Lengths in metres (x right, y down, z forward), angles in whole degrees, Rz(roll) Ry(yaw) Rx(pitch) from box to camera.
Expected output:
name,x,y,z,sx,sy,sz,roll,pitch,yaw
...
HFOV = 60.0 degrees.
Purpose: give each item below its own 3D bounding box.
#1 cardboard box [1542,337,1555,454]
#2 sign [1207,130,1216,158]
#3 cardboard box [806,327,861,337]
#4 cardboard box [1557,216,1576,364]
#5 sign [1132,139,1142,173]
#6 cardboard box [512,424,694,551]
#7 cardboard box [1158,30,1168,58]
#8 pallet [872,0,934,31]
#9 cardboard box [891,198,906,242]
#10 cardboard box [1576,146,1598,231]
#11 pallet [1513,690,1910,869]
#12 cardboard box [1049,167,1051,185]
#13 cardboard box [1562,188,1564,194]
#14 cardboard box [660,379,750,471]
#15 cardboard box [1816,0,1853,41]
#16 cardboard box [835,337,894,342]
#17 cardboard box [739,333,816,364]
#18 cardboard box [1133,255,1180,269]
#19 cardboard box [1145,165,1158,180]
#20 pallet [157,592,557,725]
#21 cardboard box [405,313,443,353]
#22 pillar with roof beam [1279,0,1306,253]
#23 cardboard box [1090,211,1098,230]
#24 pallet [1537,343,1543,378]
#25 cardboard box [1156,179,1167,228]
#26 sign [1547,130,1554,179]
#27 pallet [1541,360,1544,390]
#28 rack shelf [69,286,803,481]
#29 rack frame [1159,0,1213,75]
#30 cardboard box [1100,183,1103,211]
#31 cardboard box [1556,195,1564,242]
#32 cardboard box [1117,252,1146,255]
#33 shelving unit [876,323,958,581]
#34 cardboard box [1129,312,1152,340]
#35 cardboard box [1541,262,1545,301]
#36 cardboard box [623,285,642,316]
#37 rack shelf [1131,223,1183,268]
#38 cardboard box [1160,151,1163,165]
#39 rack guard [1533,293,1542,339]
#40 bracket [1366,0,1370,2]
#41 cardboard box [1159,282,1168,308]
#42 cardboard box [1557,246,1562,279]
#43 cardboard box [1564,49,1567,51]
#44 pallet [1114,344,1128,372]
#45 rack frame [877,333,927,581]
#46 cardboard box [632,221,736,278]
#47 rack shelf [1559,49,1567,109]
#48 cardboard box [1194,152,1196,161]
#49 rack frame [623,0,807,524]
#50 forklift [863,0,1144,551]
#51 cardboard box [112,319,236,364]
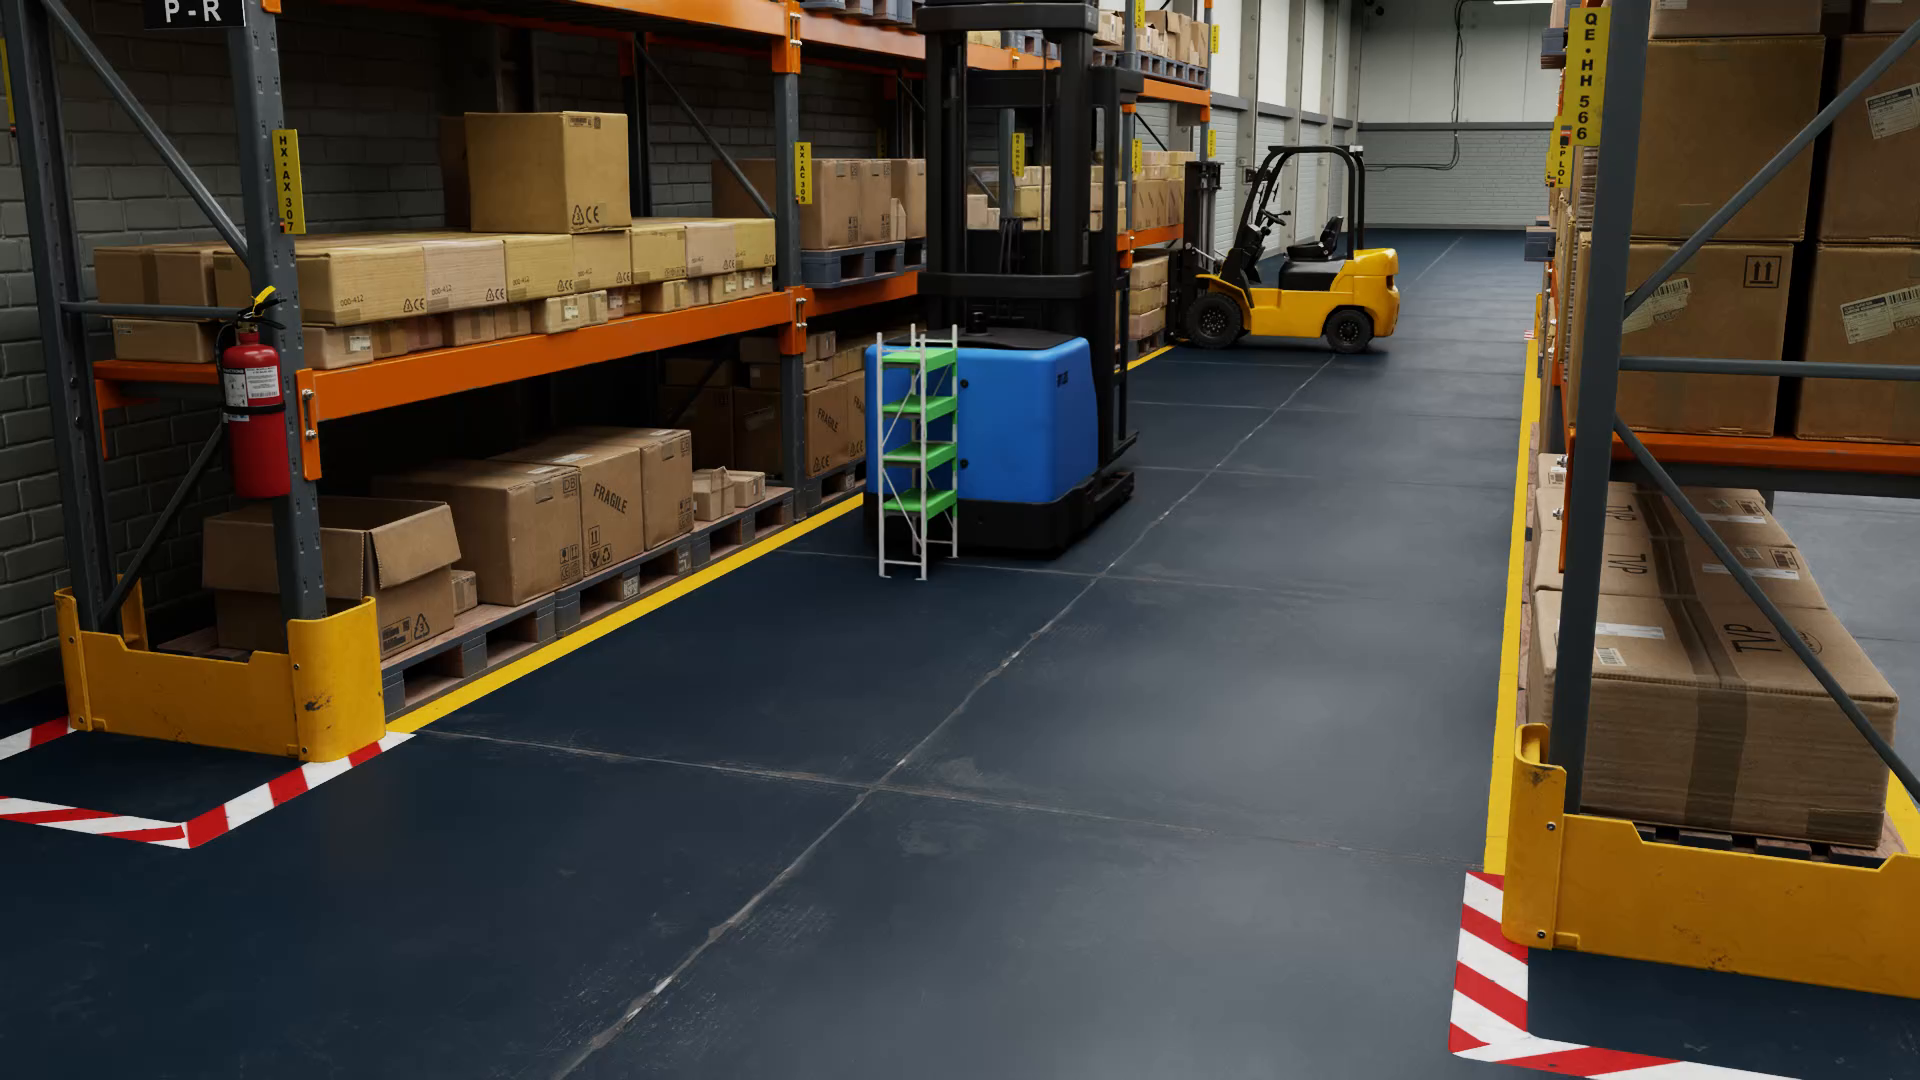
name,x,y,z,sx,sy,sz,roll,pitch,yaw
cardboard box,3.454,-0.552,8.498,0.875,0.875,0.875,5,14,20
sign,3.023,-4.768,20.004,0.100,0.325,0.005,4,14,18
cardboard box,-0.906,-1.385,11.530,0.380,0.149,0.250,4,14,19
cardboard box,2.429,-0.898,5.955,0.500,0.500,0.500,5,14,20
sign,1.737,-3.777,16.371,0.100,0.325,0.005,4,14,18
cardboard box,-1.726,-0.265,8.083,0.700,0.500,0.500,4,13,16
cardboard box,1.988,-5.229,17.550,0.396,0.266,0.258,4,13,17
pallet,-0.758,-3.325,10.498,1.213,0.211,1.003,4,14,18
cardboard box,-0.556,-2.008,10.402,0.396,0.266,0.258,5,14,21
cardboard box,2.107,-1.172,4.910,0.500,0.500,0.500,4,14,19
pallet,2.220,0.781,5.094,1.003,0.211,1.213,4,14,18
cardboard box,0.577,-3.080,14.059,0.380,0.149,0.250,5,14,19
cardboard box,3.899,-2.326,9.968,0.500,0.500,0.500,5,14,20
cardboard box,-1.489,-0.715,10.051,0.500,0.500,0.500,4,14,18
cardboard box,2.430,-1.373,4.331,0.380,0.149,0.250,5,14,20
cardboard box,-0.637,-1.242,10.904,0.380,0.149,0.250,5,14,20
cardboard box,-1.058,-1.112,9.666,0.380,0.149,0.250,4,13,17
cardboard box,2.176,-3.042,18.562,0.500,0.250,0.500,4,13,17
cardboard box,1.862,-3.859,17.474,0.380,0.149,0.250,5,14,20
pallet,-2.381,0.414,6.700,1.003,0.211,1.213,4,14,18
cardboard box,-2.206,-0.803,6.331,0.380,0.149,0.250,4,14,18
pillar with roof beam,11.334,-10.453,34.565,9.100,9.000,0.400,4,14,18
cardboard box,0.957,-2.882,15.209,0.500,0.250,0.500,4,14,19
pallet,6.102,-1.716,16.032,1.003,0.211,1.213,4,14,18
cardboard box,1.926,-3.629,17.922,0.500,0.500,0.500,4,14,18
sign,4.107,-2.652,11.444,0.100,0.325,0.005,4,14,18
pallet,5.667,-1.408,14.683,1.003,0.211,1.213,4,14,18
rack shelf,-2.016,-0.832,7.509,1.077,0.370,4.000,4,14,18
rack frame,2.514,-7.055,19.676,1.000,3.000,0.127,4,14,18
cardboard box,1.143,-3.228,15.604,0.500,0.250,0.500,4,13,17
cardboard box,3.708,-1.852,9.577,0.500,0.250,0.500,5,14,19
cardboard box,1.849,-3.185,19.188,0.500,0.250,0.500,4,14,18
shelving unit,-0.205,-0.445,8.240,0.258,1.200,0.503,4,13,17
cardboard box,1.690,-2.230,17.254,0.500,0.250,0.500,5,14,19
cardboard box,6.682,-2.849,18.278,0.500,0.500,0.500,4,13,17
cardboard box,-1.713,-1.128,7.753,0.380,0.149,0.250,5,14,19
rack shelf,1.867,-3.359,18.578,1.077,0.370,4.000,4,14,18
cardboard box,2.010,-4.175,18.186,0.380,0.149,0.250,4,14,19
rack guard,7.188,-2.539,18.989,1.175,0.500,0.348,4,14,18
bracket,10.511,-14.389,43.720,0.076,0.066,4.783,4,14,18
cardboard box,2.003,-2.687,18.131,0.500,0.250,0.500,4,14,18
cardboard box,3.903,-1.712,10.084,0.500,0.250,0.500,5,14,20
cardboard box,5.806,-4.579,15.235,0.500,0.250,0.500,4,14,18
pallet,1.019,-1.771,16.272,1.003,0.211,1.213,4,14,18
rack frame,-0.280,-0.393,8.013,0.240,1.200,0.015,4,13,17
cardboard box,-1.450,-1.444,8.244,0.500,0.250,0.500,4,14,19
rack shelf,5.271,-3.622,12.992,1.077,0.370,4.000,4,14,18
cardboard box,2.598,-4.550,19.830,0.380,0.149,0.250,4,14,19
rack frame,-1.368,-1.604,9.274,1.000,3.000,0.127,4,14,18
forklift,0.425,-1.658,9.666,1.130,2.935,3.031,4,13,17
cardboard box,-2.809,-0.728,6.002,0.380,0.149,0.250,4,14,18
